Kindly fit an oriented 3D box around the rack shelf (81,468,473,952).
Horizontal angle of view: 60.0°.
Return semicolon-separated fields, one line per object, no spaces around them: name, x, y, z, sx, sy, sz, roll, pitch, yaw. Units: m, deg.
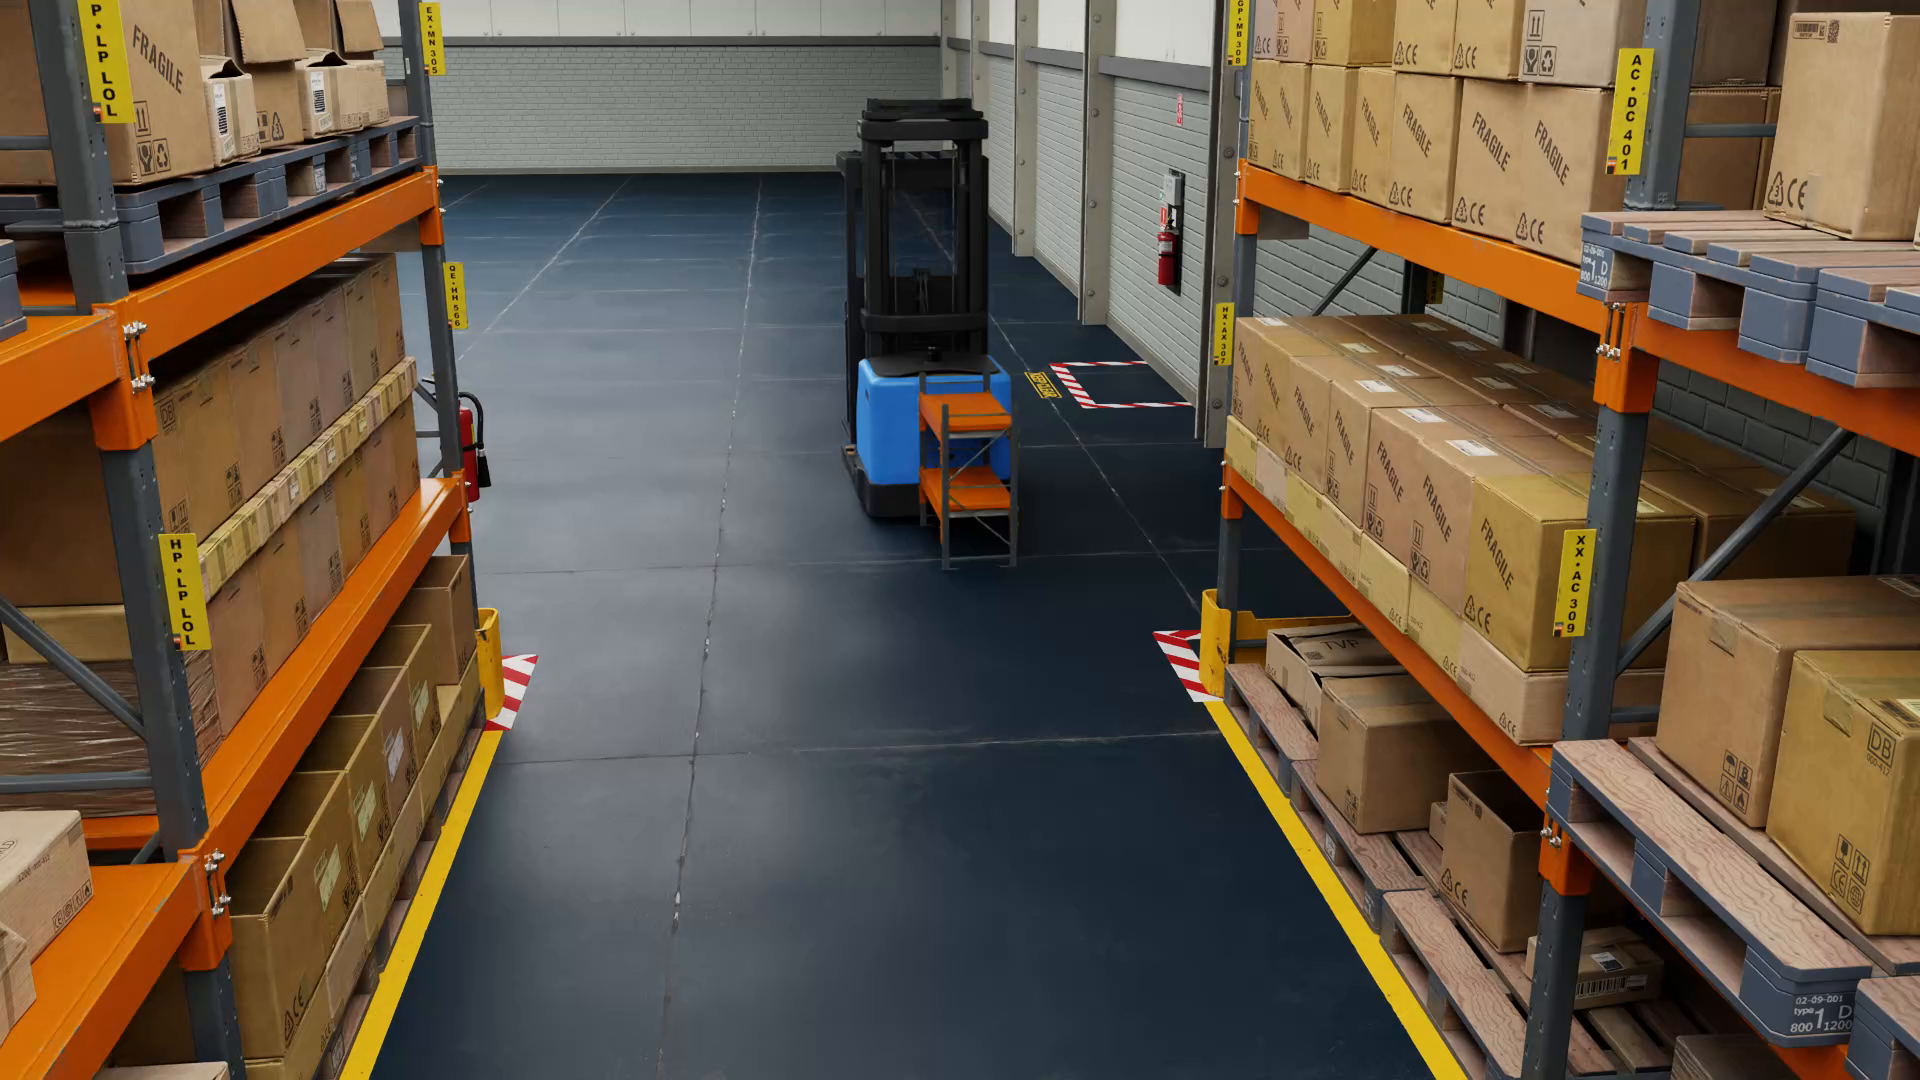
rack shelf;-2.809;0.422;6.527;1.077;0.370;4.000;-2;18;-6

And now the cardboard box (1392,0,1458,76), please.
cardboard box;1.872;-1.904;5.857;0.500;0.500;0.500;-2;18;-8

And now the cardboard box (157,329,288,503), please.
cardboard box;-2.759;-0.424;5.687;0.700;0.500;0.500;-2;18;-6

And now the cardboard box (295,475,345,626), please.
cardboard box;-2.817;0.036;6.389;0.700;0.500;0.500;-1;17;-4

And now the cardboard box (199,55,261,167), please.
cardboard box;-2.448;-1.300;5.018;0.500;0.311;0.500;-3;18;-9

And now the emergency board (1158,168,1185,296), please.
emergency board;2.008;-3.015;16.272;0.194;1.169;0.643;-2;18;-6

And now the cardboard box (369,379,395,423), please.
cardboard box;-2.731;-0.612;7.370;0.380;0.149;0.250;-2;18;-6

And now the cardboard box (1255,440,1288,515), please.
cardboard box;1.714;-0.300;7.842;0.500;0.250;0.500;-2;18;-7

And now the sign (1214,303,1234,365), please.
sign;1.372;-1.068;8.625;0.100;0.325;0.005;-2;18;-6

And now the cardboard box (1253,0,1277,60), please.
cardboard box;1.710;-2.515;7.802;0.500;0.500;0.500;-3;18;-10

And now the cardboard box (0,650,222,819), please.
cardboard box;-2.655;0.495;4.927;0.700;0.500;0.500;-2;18;-7

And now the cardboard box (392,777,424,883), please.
cardboard box;-2.499;1.191;6.764;0.500;0.250;0.500;-2;18;-6

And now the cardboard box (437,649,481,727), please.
cardboard box;-2.666;0.745;8.186;0.500;0.250;0.500;-2;18;-6

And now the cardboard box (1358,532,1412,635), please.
cardboard box;1.863;0.152;6.401;0.500;0.250;0.500;-2;18;-6

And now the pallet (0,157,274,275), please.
pallet;-2.716;-0.968;4.892;1.003;0.211;1.213;-2;18;-6

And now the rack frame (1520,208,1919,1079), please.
rack frame;2.324;0.520;5.012;1.000;3.000;0.127;-2;18;-6

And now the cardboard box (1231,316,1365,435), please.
cardboard box;1.662;-0.816;8.233;0.500;0.500;0.500;-2;18;-6

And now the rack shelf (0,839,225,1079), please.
rack shelf;-2.396;1.614;2.731;1.077;0.370;4.000;-2;18;-6

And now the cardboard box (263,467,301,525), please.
cardboard box;-2.575;-0.153;5.906;0.380;0.149;0.250;-2;18;-7

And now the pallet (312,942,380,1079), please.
pallet;-2.643;1.767;5.698;1.003;0.211;1.213;-2;18;-6

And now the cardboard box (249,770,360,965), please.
cardboard box;-2.399;1.132;5.702;0.500;0.500;0.500;-2;18;-6

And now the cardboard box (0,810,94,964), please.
cardboard box;-2.508;0.891;4.081;0.500;0.250;0.500;-1;17;-2

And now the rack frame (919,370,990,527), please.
rack frame;-0.038;-0.646;11.858;0.500;1.125;0.032;-3;18;-9

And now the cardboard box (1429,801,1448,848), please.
cardboard box;2.179;1.193;6.893;0.380;0.149;0.250;-3;18;-10

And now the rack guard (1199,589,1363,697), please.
rack guard;1.919;0.544;9.110;1.175;0.500;0.348;-2;18;-6

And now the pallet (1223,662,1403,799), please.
pallet;1.968;0.925;8.379;1.003;0.211;1.213;-2;18;-6

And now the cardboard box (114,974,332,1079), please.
cardboard box;-2.349;1.638;5.340;0.500;0.250;0.500;-2;18;-6

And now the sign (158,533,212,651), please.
sign;-2.064;0.140;4.422;0.100;0.325;0.005;-2;18;-6

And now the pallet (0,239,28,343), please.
pallet;-2.499;-0.403;3.265;0.805;0.209;1.217;-2;18;-8

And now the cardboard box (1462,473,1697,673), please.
cardboard box;1.968;0.093;5.337;0.500;0.500;0.500;-2;18;-6

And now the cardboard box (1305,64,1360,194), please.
cardboard box;1.775;-1.737;6.993;0.500;0.500;0.500;-1;17;-3

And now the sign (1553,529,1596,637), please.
sign;1.785;0.126;4.822;0.100;0.325;0.005;-2;18;-6

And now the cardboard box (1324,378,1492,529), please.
cardboard box;1.815;-0.361;6.783;0.500;0.500;0.500;-1;17;-4

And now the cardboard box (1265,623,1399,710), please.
cardboard box;1.893;0.610;8.479;0.500;0.311;0.500;-4;18;-12

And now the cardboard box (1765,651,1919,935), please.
cardboard box;2.393;0.582;3.914;0.700;0.500;0.500;0;17;0

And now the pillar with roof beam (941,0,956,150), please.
pillar with roof beam;-4.532;-12.157;35.377;9.100;9.000;0.400;-2;18;-6

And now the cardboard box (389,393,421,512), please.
cardboard box;-2.980;-0.426;7.858;0.700;0.500;0.500;-2;18;-6

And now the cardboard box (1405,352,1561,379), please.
cardboard box;2.271;-0.529;7.320;0.500;0.500;0.500;-2;18;-7

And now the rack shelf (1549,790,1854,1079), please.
rack shelf;2.530;1.459;3.222;1.077;0.370;4.000;-2;18;-6

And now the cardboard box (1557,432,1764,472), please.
cardboard box;2.434;-0.076;5.877;0.500;0.500;0.500;-2;18;-6

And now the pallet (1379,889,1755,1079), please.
pallet;2.220;1.652;6.064;1.003;0.211;1.213;-2;18;-6

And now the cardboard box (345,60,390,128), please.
cardboard box;-2.634;-1.809;6.739;0.500;0.250;0.500;-2;18;-6

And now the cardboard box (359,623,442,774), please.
cardboard box;-2.546;0.684;7.126;0.500;0.500;0.500;-2;18;-6

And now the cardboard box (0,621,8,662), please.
cardboard box;-2.844;0.243;4.646;0.380;0.149;0.250;-2;18;-6

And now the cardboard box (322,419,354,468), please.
cardboard box;-2.651;-0.381;6.632;0.380;0.149;0.250;-1;17;-4

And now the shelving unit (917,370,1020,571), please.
shelving unit;0.046;-0.496;11.380;0.538;1.125;1.048;-3;18;-9

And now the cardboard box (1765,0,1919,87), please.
cardboard box;2.558;-1.600;4.888;0.500;0.500;0.500;-1;17;-4

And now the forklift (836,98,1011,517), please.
forklift;-0.367;-1.961;13.030;1.130;2.935;3.031;-3;18;-9

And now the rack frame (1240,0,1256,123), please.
rack frame;1.912;-3.534;7.909;1.000;3.000;0.127;-2;18;-6

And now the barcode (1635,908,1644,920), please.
barcode;2.535;1.374;6.199;0.001;0.075;0.075;-2;18;-6

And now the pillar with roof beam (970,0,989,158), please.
pillar with roof beam;-3.913;-10.369;29.683;9.100;9.000;0.400;-2;18;-6

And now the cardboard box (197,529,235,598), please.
cardboard box;-2.492;0.080;5.166;0.380;0.149;0.250;-2;18;-7

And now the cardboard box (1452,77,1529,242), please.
cardboard box;1.987;-1.262;5.481;0.500;0.500;0.500;-3;18;-10

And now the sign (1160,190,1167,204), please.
sign;2.046;-3.451;16.717;0.001;0.109;0.331;-2;18;-6

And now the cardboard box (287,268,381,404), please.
cardboard box;-2.915;-0.872;7.115;0.700;0.500;0.500;-2;18;-7
